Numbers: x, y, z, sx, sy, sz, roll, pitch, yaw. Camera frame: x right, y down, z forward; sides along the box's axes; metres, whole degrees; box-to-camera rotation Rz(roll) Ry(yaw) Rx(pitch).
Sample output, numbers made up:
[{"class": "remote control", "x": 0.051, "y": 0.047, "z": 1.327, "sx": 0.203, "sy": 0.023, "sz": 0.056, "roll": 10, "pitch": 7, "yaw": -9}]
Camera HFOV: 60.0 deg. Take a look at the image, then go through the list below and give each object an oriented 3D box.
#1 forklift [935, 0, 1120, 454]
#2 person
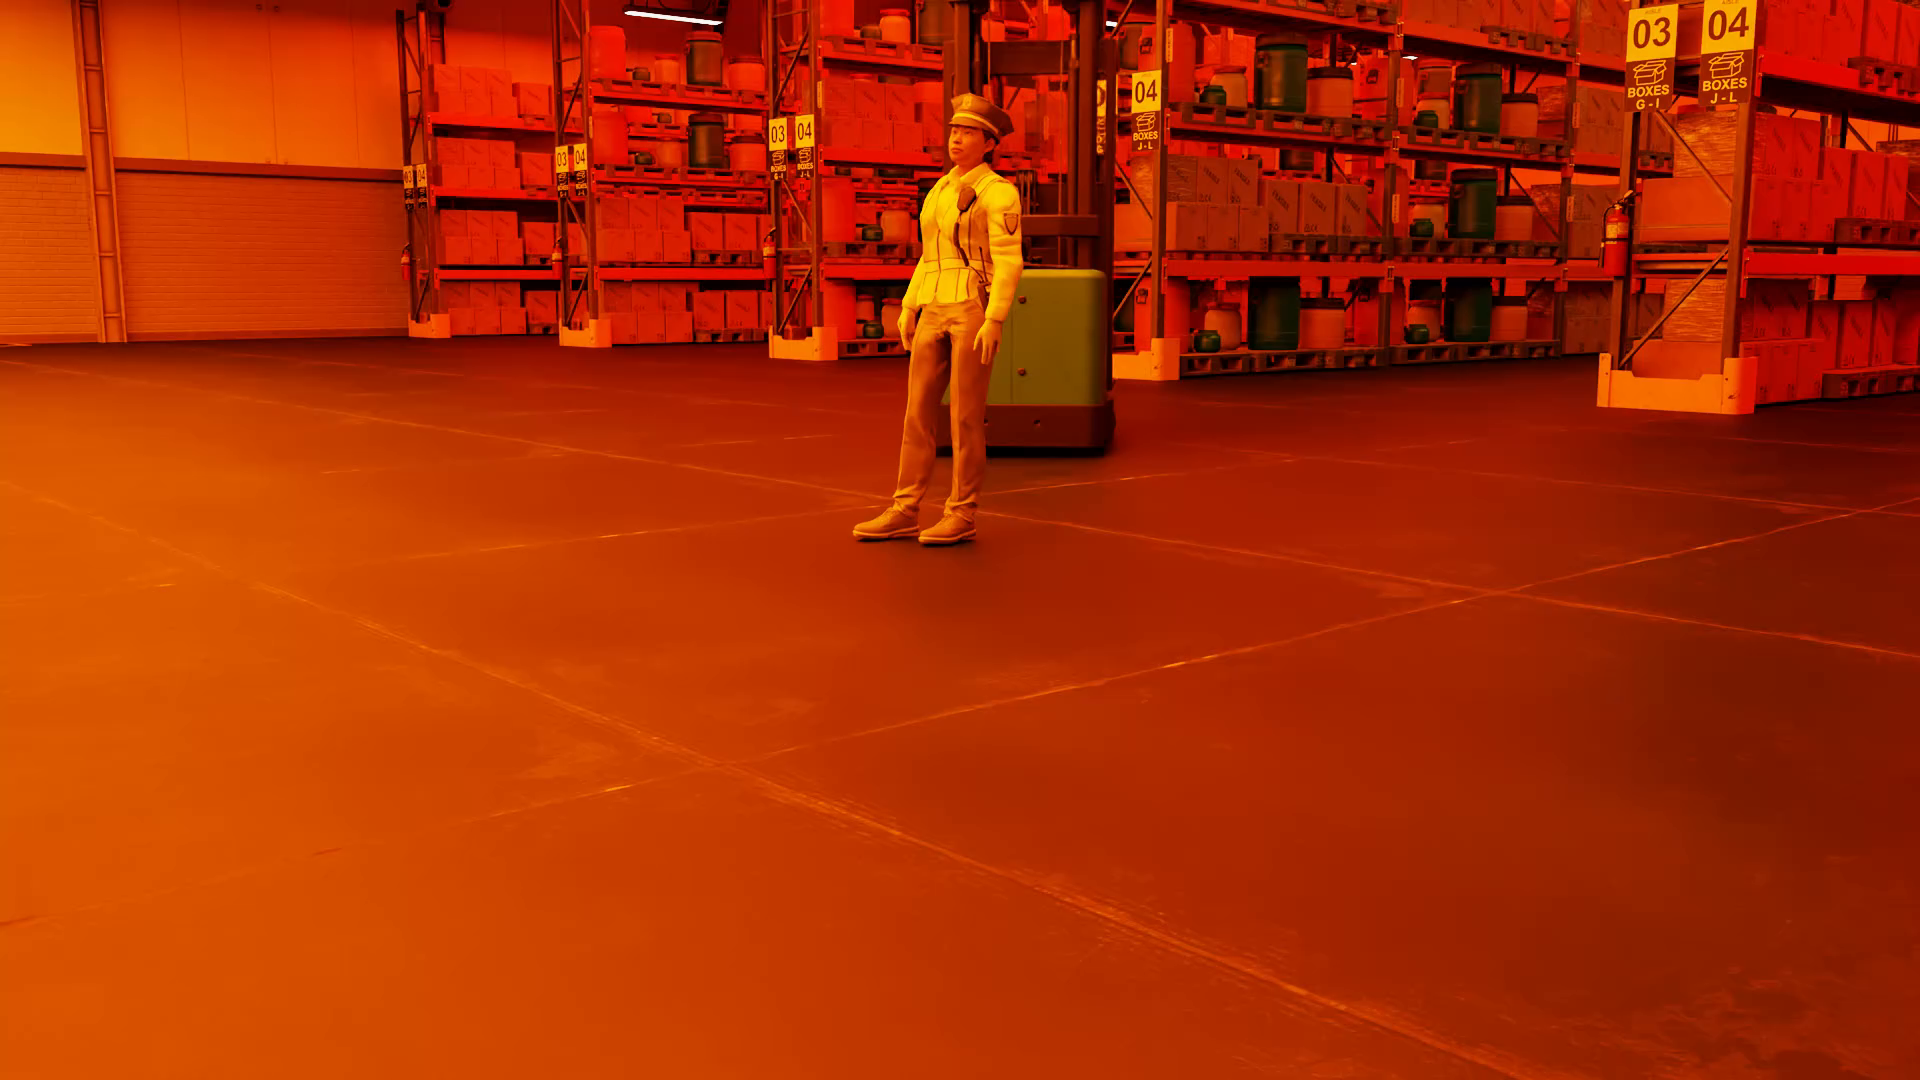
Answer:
[{"class": "forklift", "x": 0.465, "y": -2.141, "z": 10.791, "sx": 1.130, "sy": 2.935, "sz": 3.031, "roll": 1, "pitch": 9, "yaw": 6}, {"class": "person", "x": -0.055, "y": -0.839, "z": 6.370, "sx": 0.534, "sy": 1.696, "sz": 0.587, "roll": -8, "pitch": 12, "yaw": -40}]
